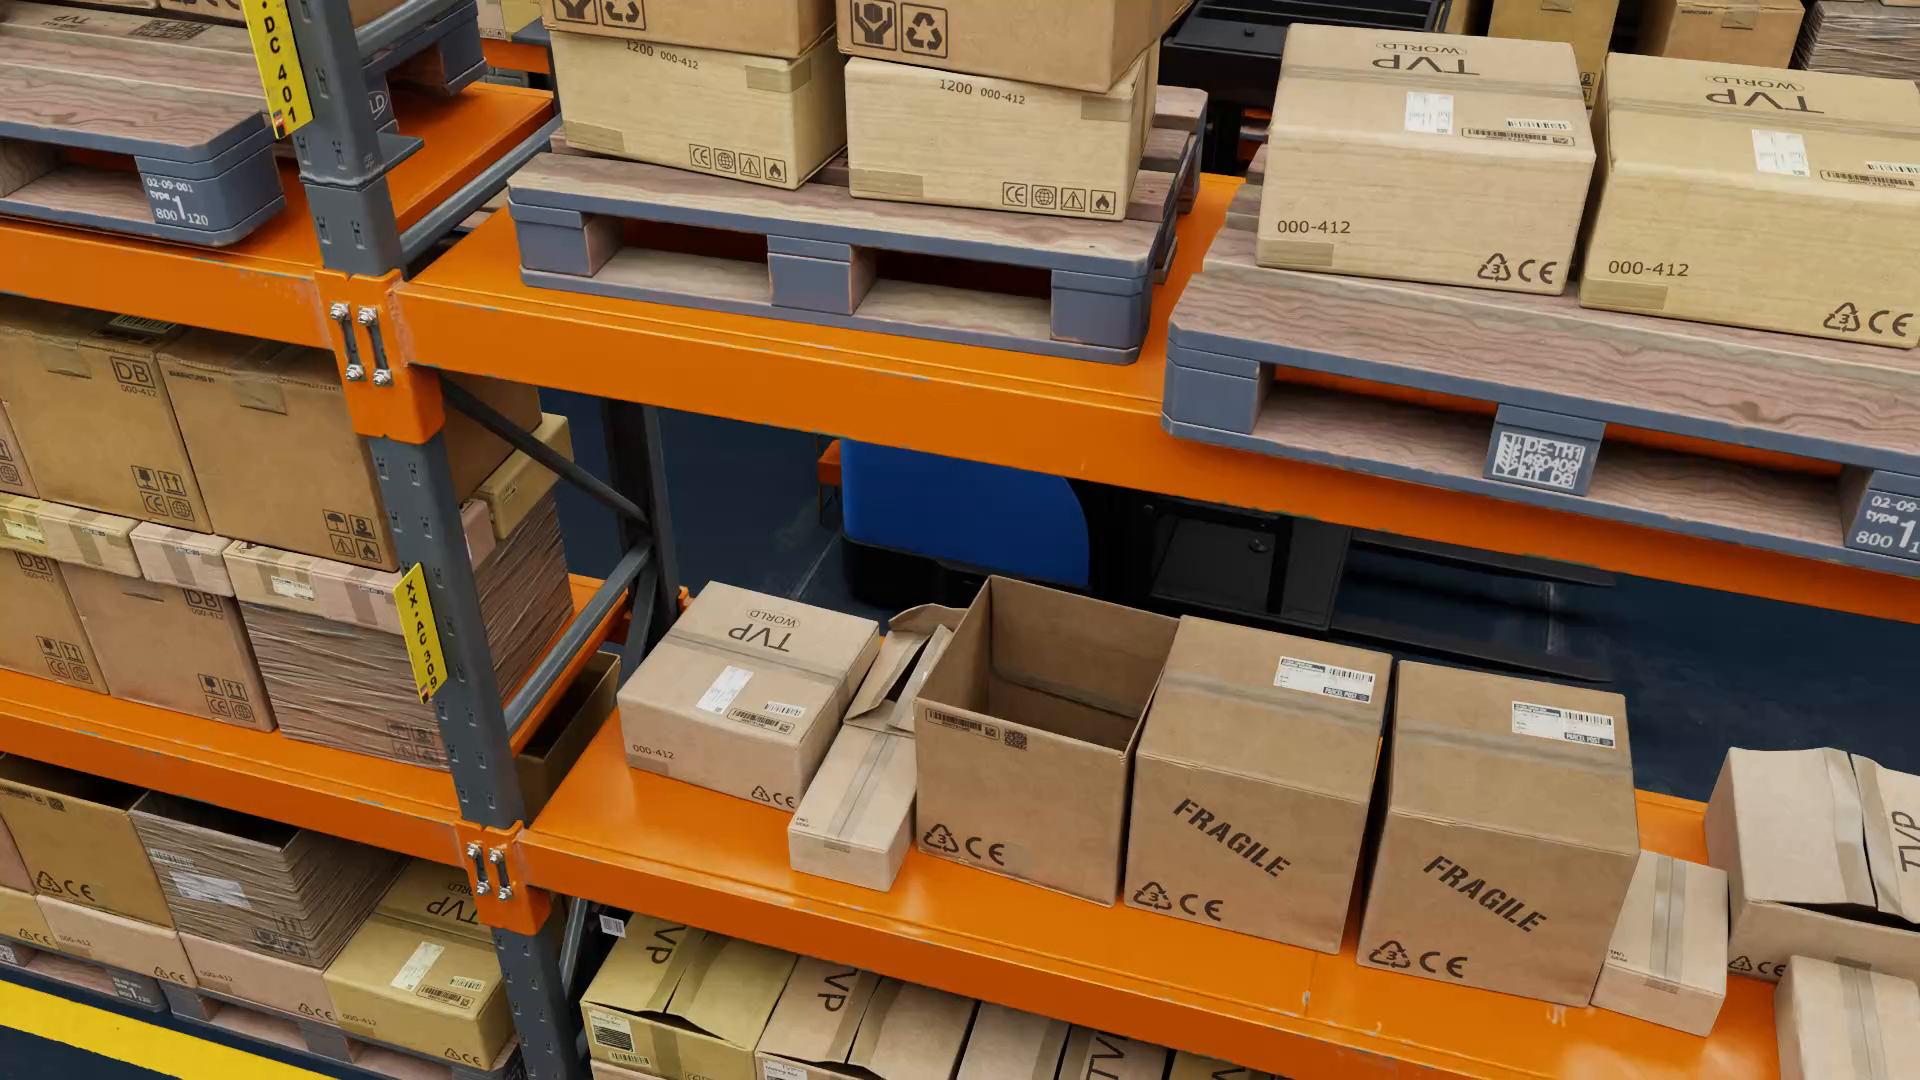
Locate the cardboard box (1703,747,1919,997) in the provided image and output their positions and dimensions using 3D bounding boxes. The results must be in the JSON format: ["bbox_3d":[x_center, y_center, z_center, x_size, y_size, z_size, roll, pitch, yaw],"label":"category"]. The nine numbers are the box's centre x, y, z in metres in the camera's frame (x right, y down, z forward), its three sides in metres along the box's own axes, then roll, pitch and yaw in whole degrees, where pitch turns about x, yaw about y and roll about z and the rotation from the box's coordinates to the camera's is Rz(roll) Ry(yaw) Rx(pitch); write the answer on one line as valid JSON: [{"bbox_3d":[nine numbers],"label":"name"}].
[{"bbox_3d":[2.006,0.749,3.777,0.500,0.311,0.500,10,38,13],"label":"cardboard box"}]

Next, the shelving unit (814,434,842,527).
[{"bbox_3d":[-0.467,-0.516,7.065,0.252,1.050,0.215,11,38,15],"label":"shelving unit"}]

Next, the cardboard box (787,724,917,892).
[{"bbox_3d":[-0.231,0.647,4.052,0.250,0.149,0.380,10,38,14],"label":"cardboard box"}]

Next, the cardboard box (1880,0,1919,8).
[{"bbox_3d":[3.937,-2.345,6.903,0.250,0.149,0.380,6,37,8],"label":"cardboard box"}]

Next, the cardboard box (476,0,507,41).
[{"bbox_3d":[-2.489,-2.835,8.681,0.500,0.250,0.500,9,37,12],"label":"cardboard box"}]

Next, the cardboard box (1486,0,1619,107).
[{"bbox_3d":[2.628,-2.325,7.423,0.500,0.500,0.700,10,38,14],"label":"cardboard box"}]

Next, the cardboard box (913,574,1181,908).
[{"bbox_3d":[0.215,0.472,3.994,0.500,0.500,0.500,13,38,17],"label":"cardboard box"}]

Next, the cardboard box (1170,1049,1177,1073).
[{"bbox_3d":[0.437,1.302,4.916,0.500,0.250,0.500,11,38,15],"label":"cardboard box"}]

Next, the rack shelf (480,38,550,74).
[{"bbox_3d":[-1.451,-2.593,8.850,4.000,0.370,1.077,10,38,14],"label":"rack shelf"}]

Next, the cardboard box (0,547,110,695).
[{"bbox_3d":[-2.424,-0.022,4.665,0.500,0.500,0.700,11,38,15],"label":"cardboard box"}]

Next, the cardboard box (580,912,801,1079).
[{"bbox_3d":[-0.696,1.200,4.581,0.500,0.311,0.500,11,38,14],"label":"cardboard box"}]

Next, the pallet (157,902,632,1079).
[{"bbox_3d":[-1.762,1.232,5.397,1.213,0.211,1.003,10,38,14],"label":"pallet"}]

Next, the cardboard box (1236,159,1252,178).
[{"bbox_3d":[1.587,-1.806,8.278,0.500,0.250,0.500,10,37,13],"label":"cardboard box"}]

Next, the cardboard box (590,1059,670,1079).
[{"bbox_3d":[-0.705,1.424,4.751,0.500,0.250,0.500,10,37,13],"label":"cardboard box"}]

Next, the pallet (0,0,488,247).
[{"bbox_3d":[-1.838,-1.035,3.670,1.213,0.211,1.003,10,38,14],"label":"pallet"}]

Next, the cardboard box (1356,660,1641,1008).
[{"bbox_3d":[1.196,0.653,3.748,0.500,0.500,0.500,9,37,11],"label":"cardboard box"}]

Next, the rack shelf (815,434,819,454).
[{"bbox_3d":[-0.467,-0.507,7.072,0.240,0.259,0.215,11,38,15],"label":"rack shelf"}]

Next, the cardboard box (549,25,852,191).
[{"bbox_3d":[-0.431,-0.929,3.223,0.500,0.250,0.500,14,39,19],"label":"cardboard box"}]

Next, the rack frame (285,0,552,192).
[{"bbox_3d":[-1.016,-2.142,2.569,0.127,3.000,1.000,10,38,14],"label":"rack frame"}]

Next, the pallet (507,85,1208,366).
[{"bbox_3d":[-0.170,-0.709,3.313,1.217,0.209,0.805,9,37,12],"label":"pallet"}]

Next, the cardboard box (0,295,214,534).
[{"bbox_3d":[-1.924,-0.452,4.155,0.500,0.500,0.700,10,38,14],"label":"cardboard box"}]

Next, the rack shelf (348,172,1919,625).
[{"bbox_3d":[0.893,-0.291,3.191,4.000,0.370,1.077,10,38,14],"label":"rack shelf"}]

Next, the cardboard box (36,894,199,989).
[{"bbox_3d":[-2.480,1.080,5.218,0.500,0.250,0.500,10,38,14],"label":"cardboard box"}]

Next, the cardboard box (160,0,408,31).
[{"bbox_3d":[-1.418,-1.438,3.586,0.500,0.500,0.500,14,38,18],"label":"cardboard box"}]

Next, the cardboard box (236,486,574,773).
[{"bbox_3d":[-1.441,0.159,4.420,0.500,0.500,0.700,10,37,13],"label":"cardboard box"}]

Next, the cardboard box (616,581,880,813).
[{"bbox_3d":[-0.533,0.396,4.307,0.500,0.250,0.500,13,38,17],"label":"cardboard box"}]

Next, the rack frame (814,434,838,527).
[{"bbox_3d":[-0.582,-0.539,7.096,0.008,1.050,0.200,11,38,15],"label":"rack frame"}]

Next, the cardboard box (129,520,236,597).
[{"bbox_3d":[-1.825,-0.044,4.148,0.250,0.149,0.380,9,37,13],"label":"cardboard box"}]

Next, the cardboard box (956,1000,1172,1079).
[{"bbox_3d":[0.275,1.382,4.334,0.500,0.311,0.500,9,37,12],"label":"cardboard box"}]

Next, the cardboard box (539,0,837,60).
[{"bbox_3d":[-0.439,-1.214,2.978,0.500,0.500,0.500,11,38,14],"label":"cardboard box"}]

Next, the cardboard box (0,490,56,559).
[{"bbox_3d":[-2.310,-0.135,4.272,0.250,0.149,0.380,10,38,14],"label":"cardboard box"}]

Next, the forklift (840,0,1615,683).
[{"bbox_3d":[1.087,-0.948,6.065,3.031,2.935,1.130,11,38,15],"label":"forklift"}]

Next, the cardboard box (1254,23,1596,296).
[{"bbox_3d":[0.791,-0.670,2.872,0.500,0.250,0.500,7,37,10],"label":"cardboard box"}]

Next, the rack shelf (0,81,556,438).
[{"bbox_3d":[-2.925,-0.998,4.152,4.000,0.370,1.077,10,38,14],"label":"rack shelf"}]

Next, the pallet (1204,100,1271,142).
[{"bbox_3d":[1.144,-2.235,7.918,1.213,0.211,1.003,10,38,14],"label":"pallet"}]

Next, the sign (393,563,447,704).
[{"bbox_3d":[-1.180,0.208,3.640,0.005,0.325,0.100,10,38,14],"label":"sign"}]

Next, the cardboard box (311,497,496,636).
[{"bbox_3d":[-1.339,0.045,4.026,0.250,0.149,0.380,10,38,14],"label":"cardboard box"}]

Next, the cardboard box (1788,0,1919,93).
[{"bbox_3d":[3.824,-2.118,7.141,0.500,0.500,0.700,6,37,8],"label":"cardboard box"}]

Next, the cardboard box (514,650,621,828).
[{"bbox_3d":[-1.365,0.651,5.168,0.500,0.500,0.500,10,38,14],"label":"cardboard box"}]

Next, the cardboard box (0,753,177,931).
[{"bbox_3d":[-2.476,0.771,5.005,0.500,0.500,0.500,10,38,14],"label":"cardboard box"}]

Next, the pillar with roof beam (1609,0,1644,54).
[{"bbox_3d":[2.009,-2.522,3.085,0.400,9.000,9.100,10,38,14],"label":"pillar with roof beam"}]

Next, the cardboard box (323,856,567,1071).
[{"bbox_3d":[-1.524,1.254,4.981,0.500,0.250,0.500,10,38,14],"label":"cardboard box"}]
